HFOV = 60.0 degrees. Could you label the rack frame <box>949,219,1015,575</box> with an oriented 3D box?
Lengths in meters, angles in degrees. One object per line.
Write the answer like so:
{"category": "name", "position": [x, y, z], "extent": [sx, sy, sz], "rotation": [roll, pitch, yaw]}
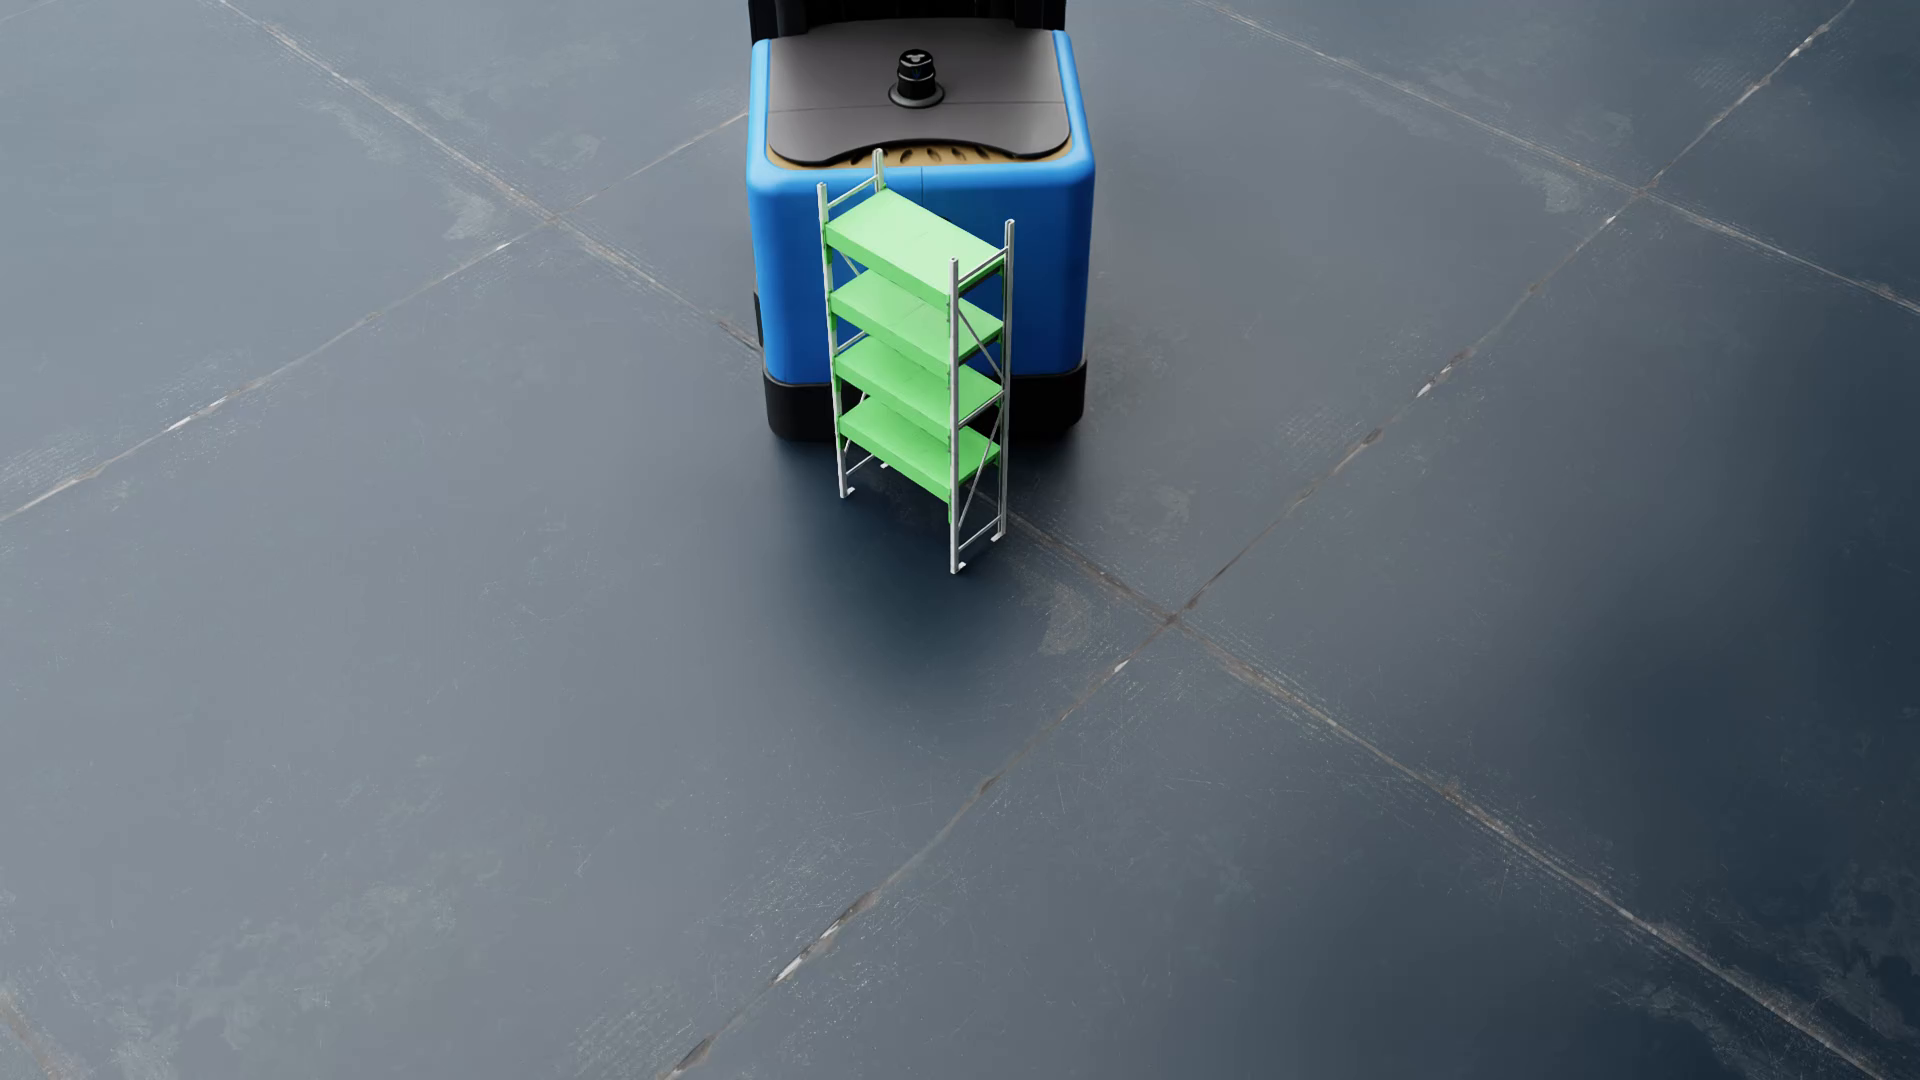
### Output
{"category": "rack frame", "position": [0.058, -0.371, 4.775], "extent": [0.015, 1.200, 0.240], "rotation": [34, 55, 28]}

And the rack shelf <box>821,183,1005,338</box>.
{"category": "rack shelf", "position": [-0.121, -0.777, 4.585], "extent": [0.480, 0.148, 0.258], "rotation": [34, 55, 28]}

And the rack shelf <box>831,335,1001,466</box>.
{"category": "rack shelf", "position": [-0.121, -0.448, 4.935], "extent": [0.480, 0.148, 0.258], "rotation": [34, 55, 28]}

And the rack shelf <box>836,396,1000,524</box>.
{"category": "rack shelf", "position": [-0.121, -0.283, 5.110], "extent": [0.480, 0.148, 0.258], "rotation": [34, 55, 28]}

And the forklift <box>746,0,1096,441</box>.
{"category": "forklift", "position": [-0.196, -2.398, 5.491], "extent": [1.130, 2.935, 3.031], "rotation": [-3, 47, -2]}

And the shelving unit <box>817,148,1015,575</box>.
{"category": "shelving unit", "position": [-0.121, -0.491, 4.888], "extent": [0.503, 1.200, 0.258], "rotation": [34, 55, 28]}

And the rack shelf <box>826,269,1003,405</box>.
{"category": "rack shelf", "position": [-0.121, -0.612, 4.760], "extent": [0.480, 0.148, 0.258], "rotation": [34, 55, 28]}

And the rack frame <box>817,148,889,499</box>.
{"category": "rack frame", "position": [-0.301, -0.612, 5.001], "extent": [0.015, 1.200, 0.240], "rotation": [34, 55, 28]}
